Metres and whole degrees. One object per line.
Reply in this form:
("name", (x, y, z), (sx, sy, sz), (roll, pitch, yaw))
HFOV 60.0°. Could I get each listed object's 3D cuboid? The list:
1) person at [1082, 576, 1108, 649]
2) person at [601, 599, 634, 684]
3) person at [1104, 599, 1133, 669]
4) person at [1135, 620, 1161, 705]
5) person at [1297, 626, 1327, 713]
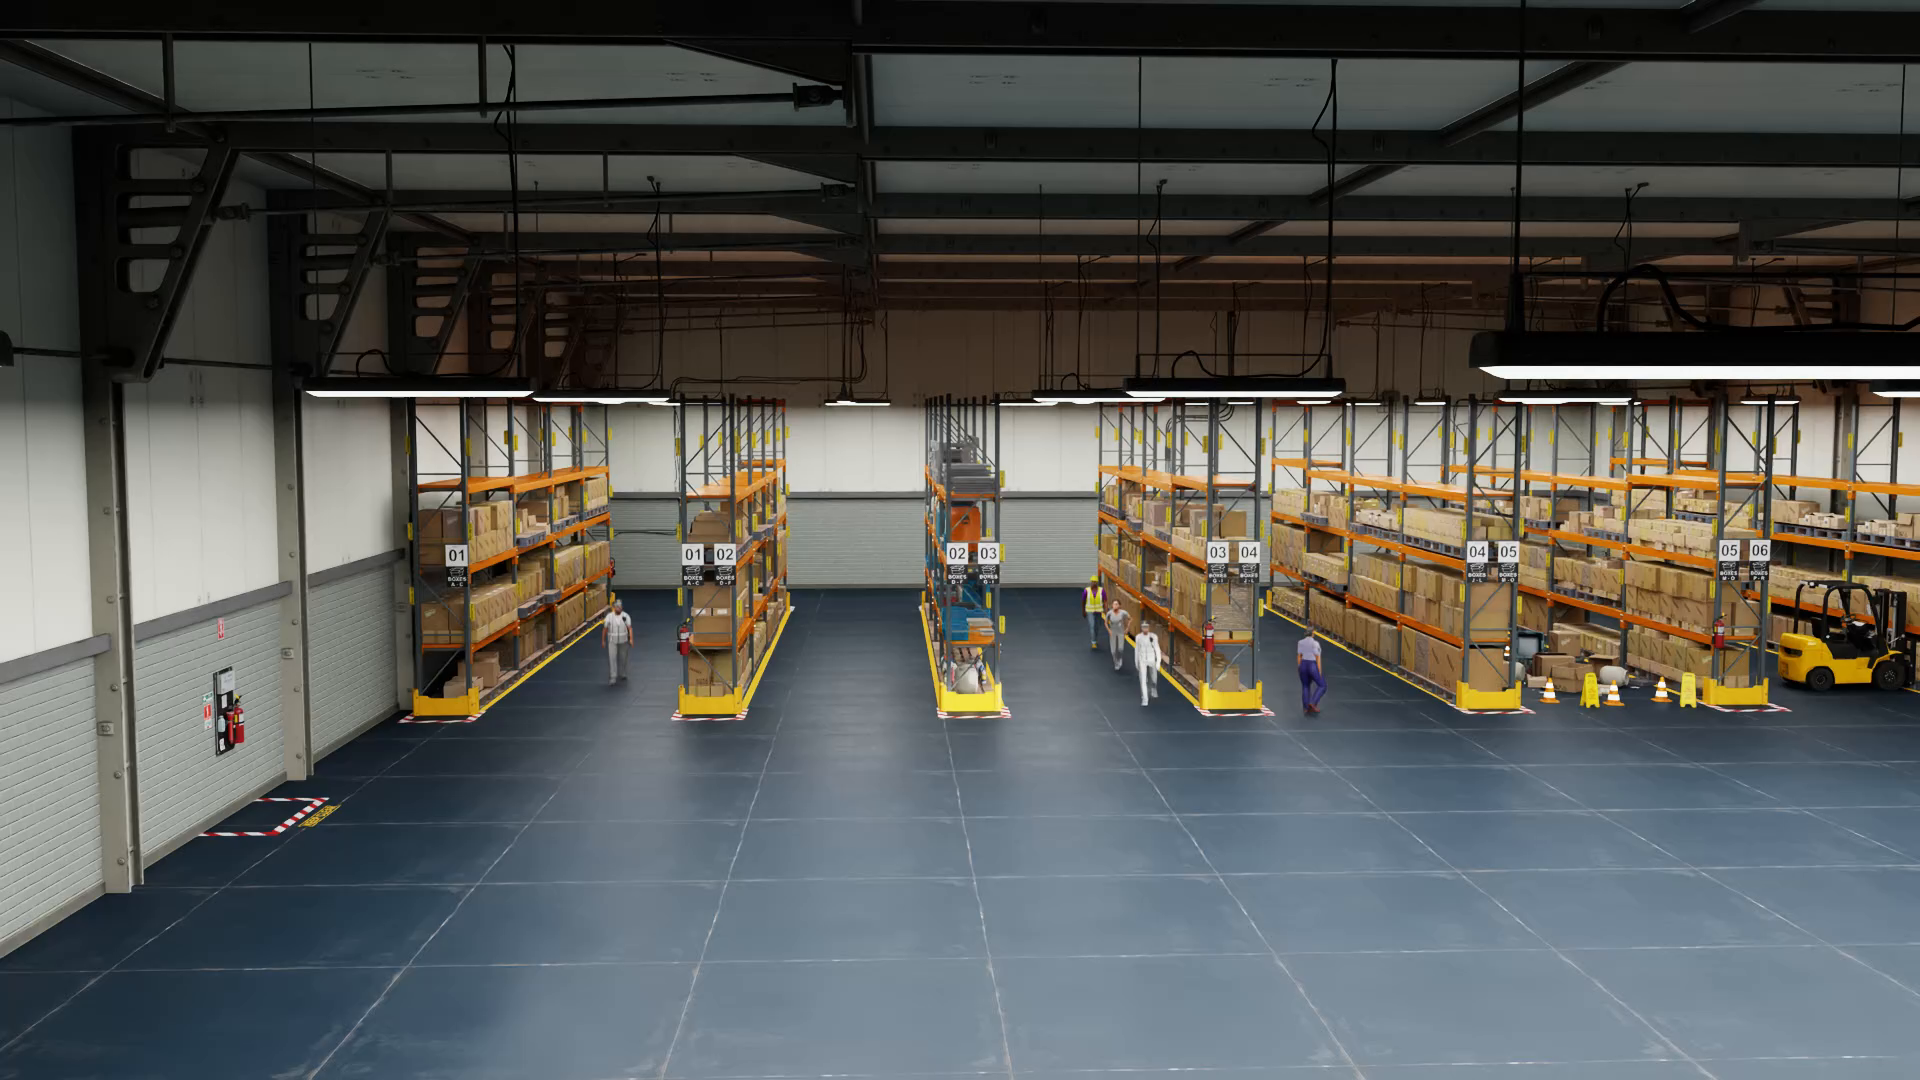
("person", (3.235, 1.713, 39.761), (0.580, 1.711, 1.081), (0, 5, -6))
("person", (-7.170, 2.091, 34.796), (0.660, 1.708, 1.088), (-1, 5, -12))
("person", (3.464, 2.062, 36.365), (0.610, 1.586, 0.696), (1, 5, 8))
("person", (3.651, 2.349, 32.310), (0.508, 1.636, 0.941), (1, 5, 9))
("person", (6.569, 2.446, 31.202), (0.597, 1.645, 0.470), (4, 6, 41))
